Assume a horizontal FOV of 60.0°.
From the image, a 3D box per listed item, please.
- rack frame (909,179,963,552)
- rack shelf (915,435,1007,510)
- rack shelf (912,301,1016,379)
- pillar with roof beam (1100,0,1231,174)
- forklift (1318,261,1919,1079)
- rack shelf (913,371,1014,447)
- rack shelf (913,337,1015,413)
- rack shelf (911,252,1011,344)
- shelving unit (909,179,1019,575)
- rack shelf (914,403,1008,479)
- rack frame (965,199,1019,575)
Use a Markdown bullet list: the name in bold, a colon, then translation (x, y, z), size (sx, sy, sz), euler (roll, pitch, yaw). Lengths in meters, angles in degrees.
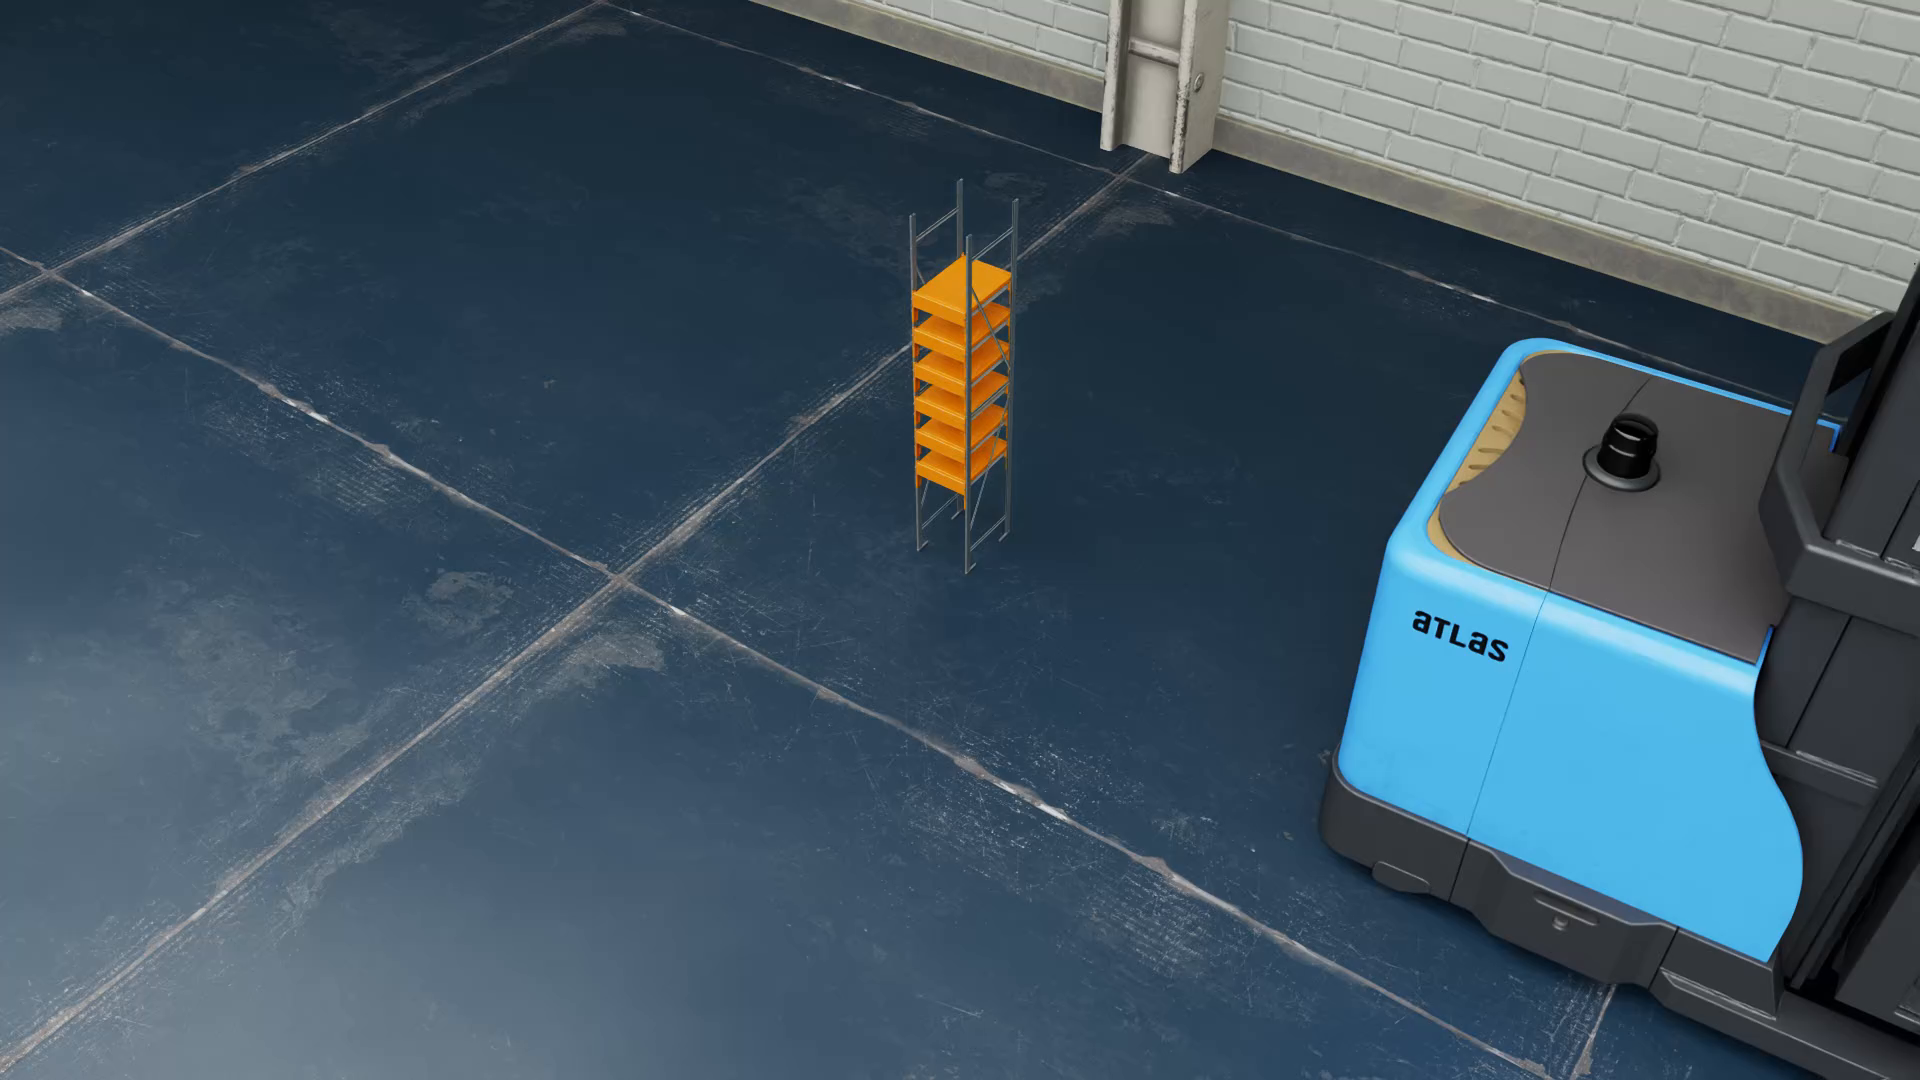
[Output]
- **rack frame**: translation (-0.063, -0.477, 4.883), size (0.006, 1.200, 0.240), euler (25, 48, 25)
- **rack shelf**: translation (0.012, -0.230, 5.033), size (0.180, 0.103, 0.258), euler (25, 48, 25)
- **rack shelf**: translation (0.012, -0.587, 4.713), size (0.180, 0.103, 0.258), euler (25, 48, 25)
- **pillar with roof beam**: translation (-1.624, -2.694, 1.513), size (0.400, 9.000, 9.100), euler (25, 48, 25)
- **forklift**: translation (2.458, -0.049, 3.107), size (3.031, 2.935, 1.130), euler (22, 46, 23)
- **rack shelf**: translation (0.012, -0.408, 4.873), size (0.180, 0.103, 0.258), euler (25, 48, 25)
- **rack shelf**: translation (0.012, -0.498, 4.793), size (0.180, 0.103, 0.258), euler (25, 48, 25)
- **rack shelf**: translation (0.012, -0.677, 4.633), size (0.180, 0.103, 0.258), euler (25, 48, 25)
- **shelving unit**: translation (0.012, -0.442, 4.844), size (0.189, 1.200, 0.258), euler (25, 48, 25)
- **rack shelf**: translation (0.012, -0.319, 4.953), size (0.180, 0.103, 0.258), euler (25, 48, 25)
- **rack frame**: translation (0.087, -0.407, 4.805), size (0.006, 1.200, 0.240), euler (25, 48, 25)
